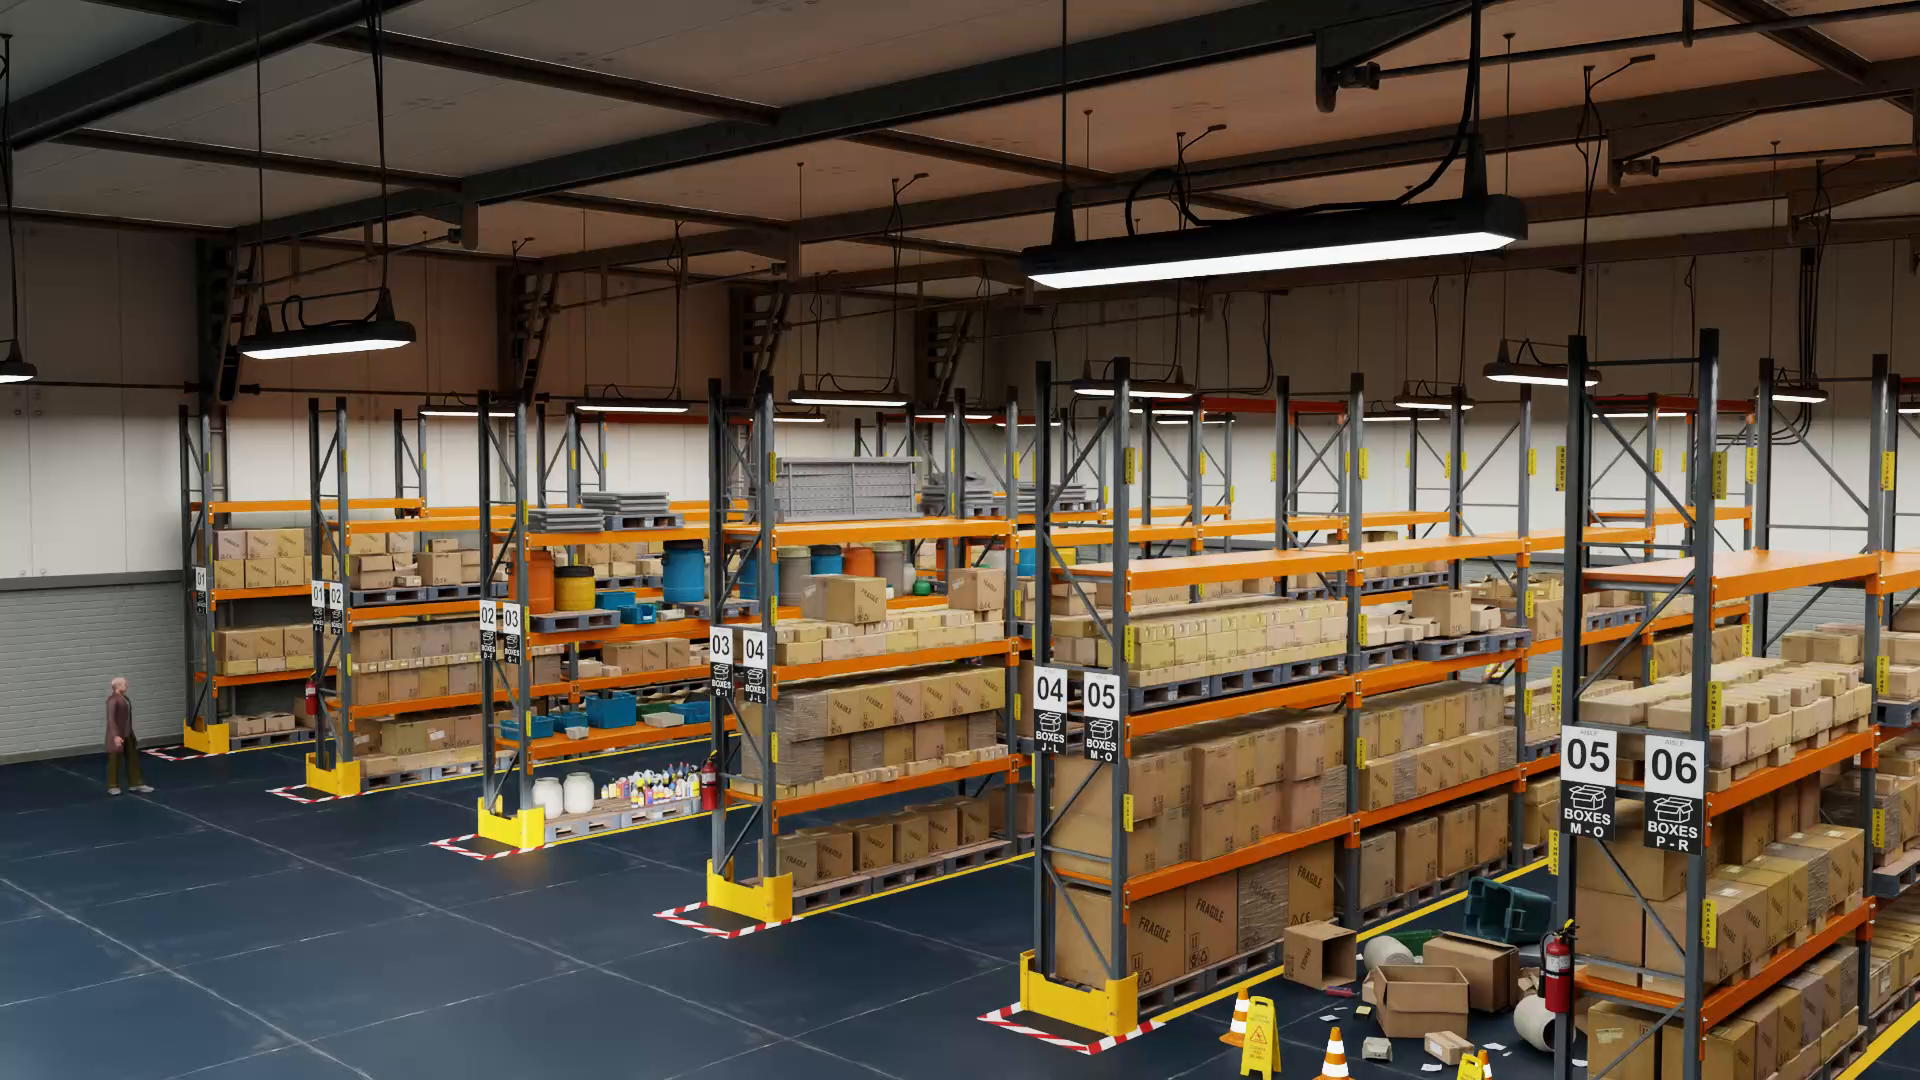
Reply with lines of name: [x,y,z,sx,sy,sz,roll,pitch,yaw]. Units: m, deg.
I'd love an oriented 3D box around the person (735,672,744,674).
person: [-4.240,2.506,33.403,0.698,1.787,0.544,-1,3,-24]

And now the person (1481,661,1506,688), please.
person: [10.195,2.610,31.862,1.062,1.710,0.550,-1,3,-13]

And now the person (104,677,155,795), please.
person: [-12.650,2.965,25.125,0.603,1.782,0.651,1,3,11]
